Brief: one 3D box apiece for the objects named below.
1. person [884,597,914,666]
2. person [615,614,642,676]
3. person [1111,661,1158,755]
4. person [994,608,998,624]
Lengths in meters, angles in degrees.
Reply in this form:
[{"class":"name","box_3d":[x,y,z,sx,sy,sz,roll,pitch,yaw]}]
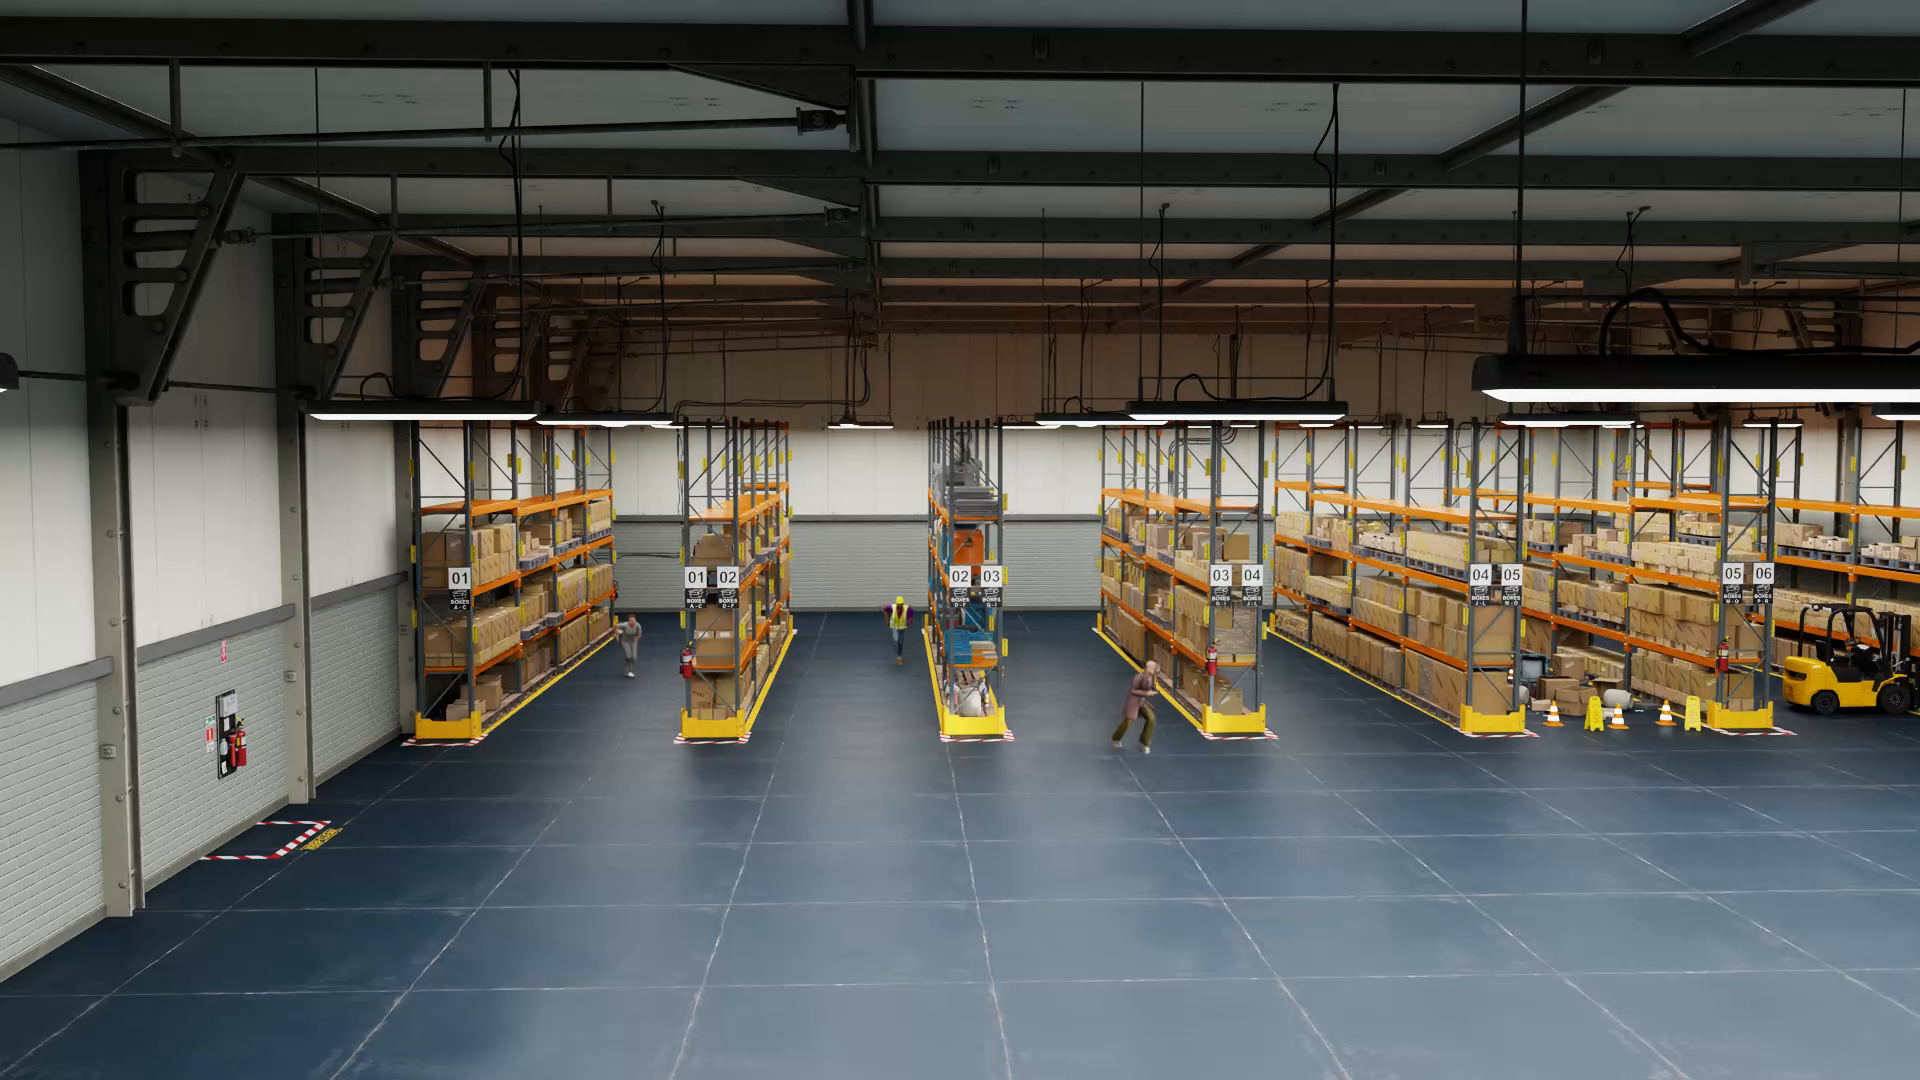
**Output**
[{"class":"person","box_3d":[-1.519,2.224,41.155,0.746,1.715,1.060,0,4,-3]},{"class":"person","box_3d":[-7.718,2.450,38.698,0.590,1.503,0.820,-2,4,-23]},{"class":"person","box_3d":[3.139,2.979,29.684,1.072,1.730,0.752,4,5,43]},{"class":"person","box_3d":[0.907,1.672,49.177,0.755,1.758,0.545,0,4,2]}]
